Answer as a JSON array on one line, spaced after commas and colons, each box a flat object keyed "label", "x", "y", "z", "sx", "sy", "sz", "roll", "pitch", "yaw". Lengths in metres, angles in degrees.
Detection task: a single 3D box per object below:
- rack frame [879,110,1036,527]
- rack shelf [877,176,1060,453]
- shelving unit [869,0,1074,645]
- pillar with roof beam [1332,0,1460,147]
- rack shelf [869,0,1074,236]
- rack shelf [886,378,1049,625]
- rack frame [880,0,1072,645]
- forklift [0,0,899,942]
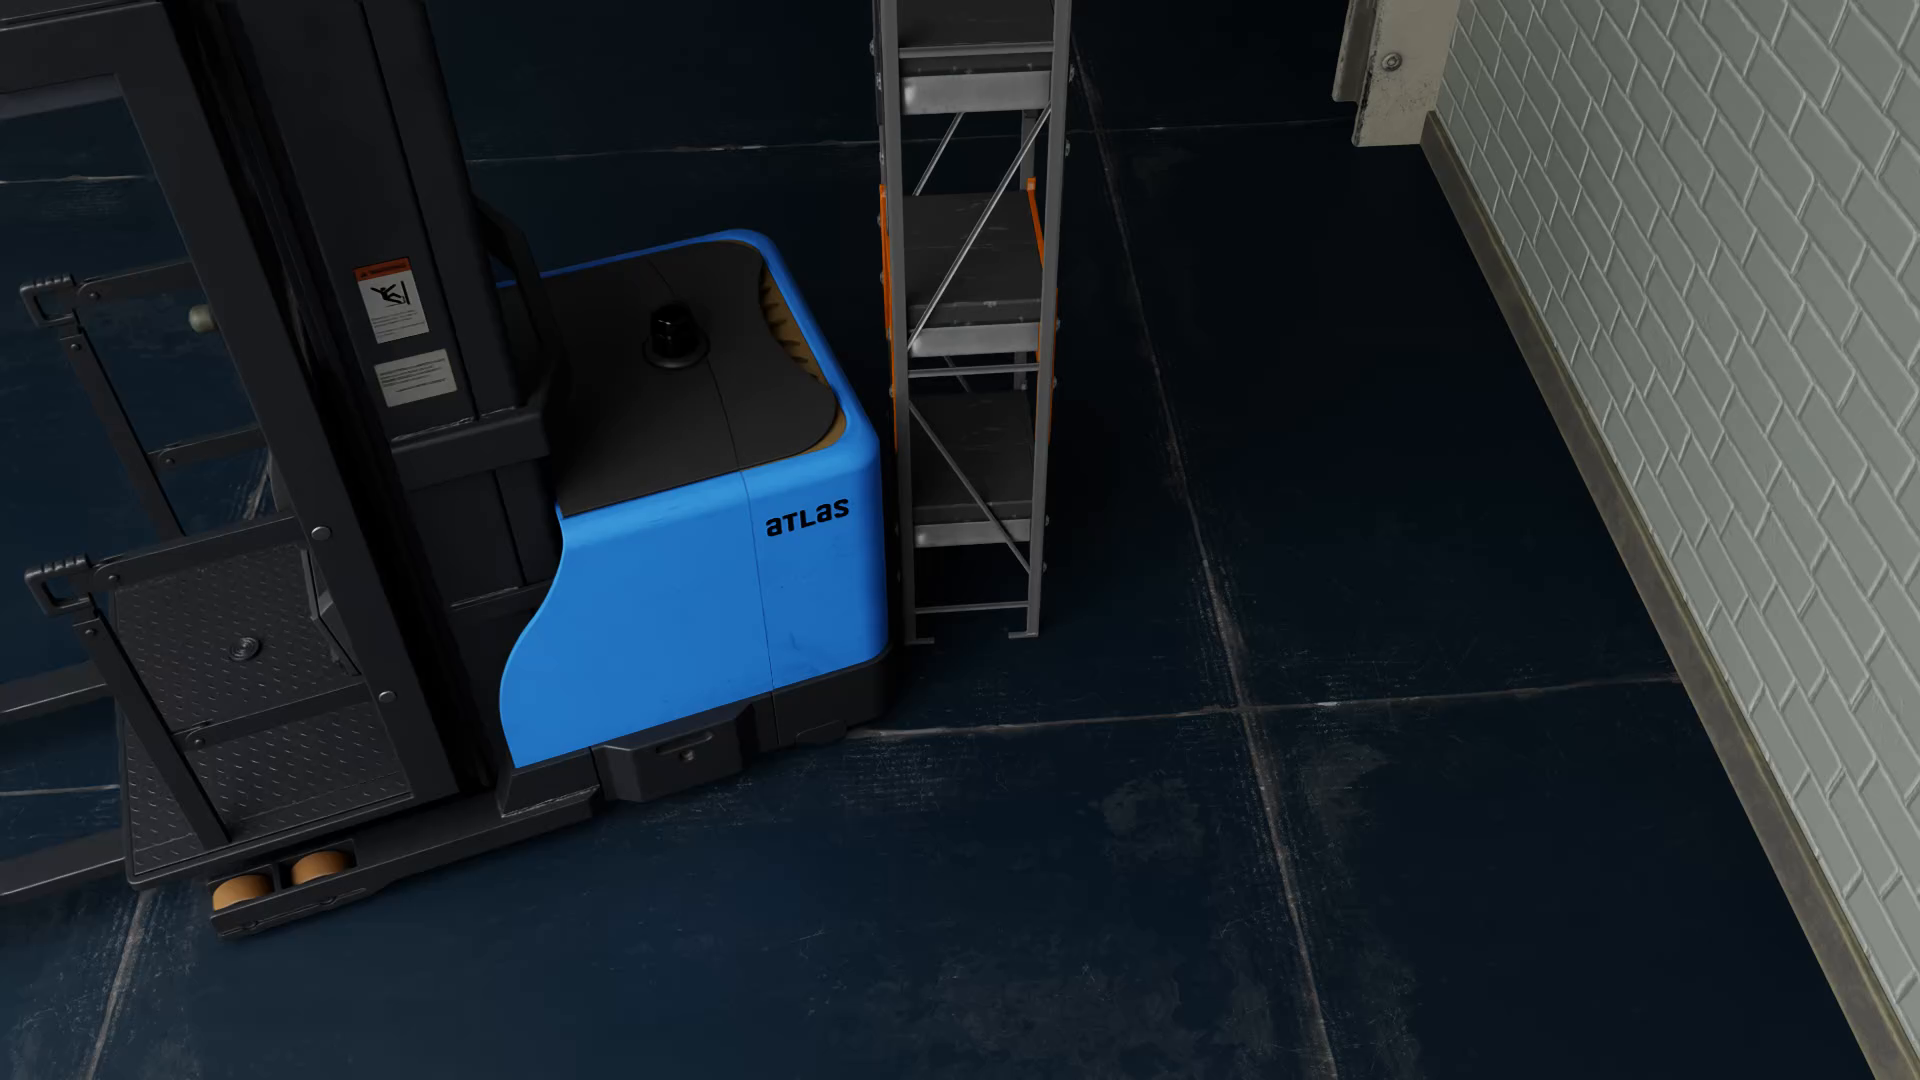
[{"label": "rack frame", "x": -0.007, "y": -0.779, "z": 4.541, "sx": 0.400, "sy": 2.100, "sz": 0.015, "roll": -3, "pitch": 47, "yaw": -3}, {"label": "rack shelf", "x": 0.014, "y": -0.593, "z": 4.384, "sx": 0.431, "sy": 0.518, "sz": 0.480, "roll": -3, "pitch": 47, "yaw": -3}, {"label": "shelving unit", "x": 0.014, "y": -0.602, "z": 4.374, "sx": 0.431, "sy": 2.100, "sz": 0.503, "roll": -3, "pitch": 47, "yaw": -3}, {"label": "pillar with roof beam", "x": -2.548, "y": -4.586, "z": 3.395, "sx": 9.100, "sy": 9.000, "sz": 0.400, "roll": -3, "pitch": 47, "yaw": -3}, {"label": "rack shelf", "x": 0.014, "y": -1.074, "z": 3.876, "sx": 0.431, "sy": 0.518, "sz": 0.480, "roll": -3, "pitch": 47, "yaw": -3}, {"label": "rack shelf", "x": 0.014, "y": -0.112, "z": 4.892, "sx": 0.431, "sy": 0.518, "sz": 0.480, "roll": -3, "pitch": 47, "yaw": -3}, {"label": "rack frame", "x": 0.034, "y": -0.426, "z": 4.207, "sx": 0.400, "sy": 2.100, "sz": 0.015, "roll": -3, "pitch": 47, "yaw": -3}, {"label": "forklift", "x": -1.742, "y": -0.431, "z": 3.640, "sx": 3.031, "sy": 2.935, "sz": 1.130, "roll": -16, "pitch": 49, "yaw": -15}]
